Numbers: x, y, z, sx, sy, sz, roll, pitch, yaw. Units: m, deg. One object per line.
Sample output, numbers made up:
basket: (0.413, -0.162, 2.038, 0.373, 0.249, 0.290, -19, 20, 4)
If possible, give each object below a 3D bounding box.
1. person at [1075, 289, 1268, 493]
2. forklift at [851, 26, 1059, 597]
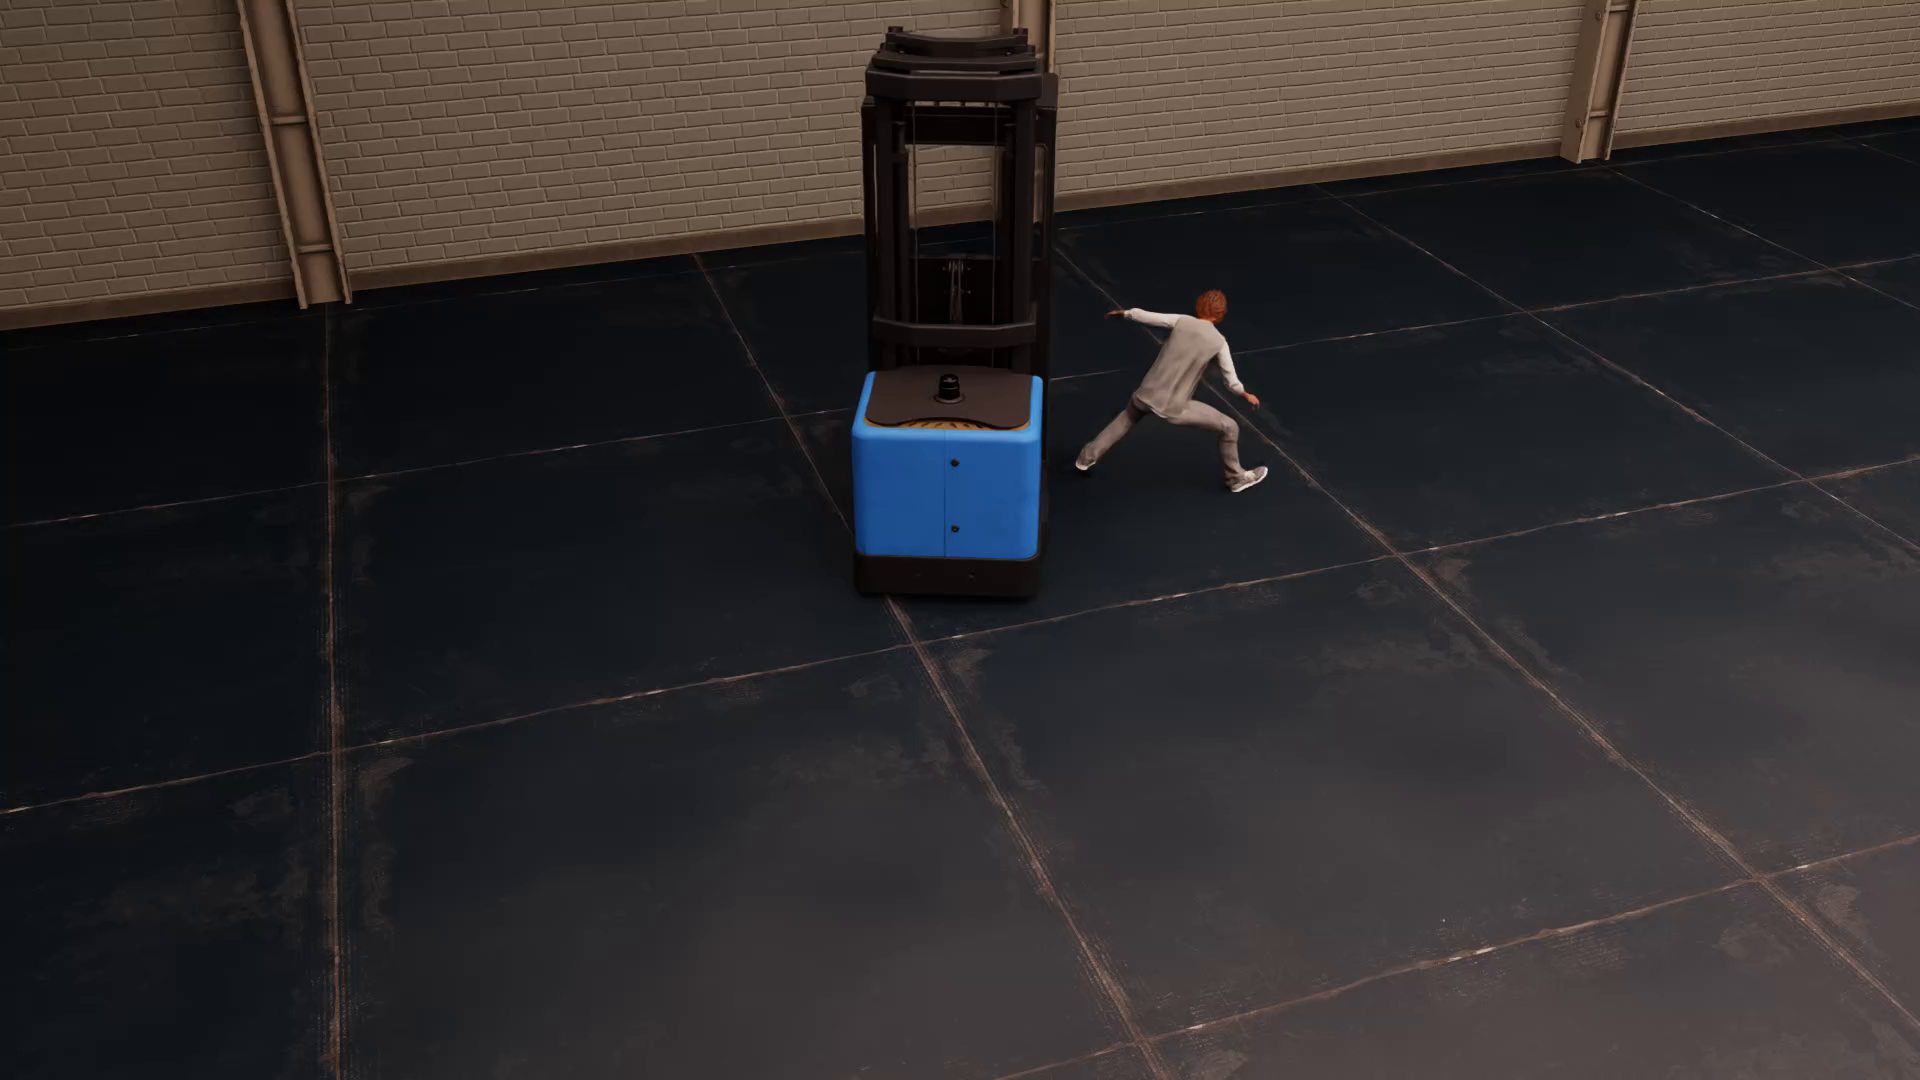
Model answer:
person: (1.322, -0.927, 10.341, 1.101, 1.306, 0.689, 23, 37, 34)
forklift: (0.011, -1.652, 9.959, 1.130, 2.935, 3.031, 2, 30, 3)
